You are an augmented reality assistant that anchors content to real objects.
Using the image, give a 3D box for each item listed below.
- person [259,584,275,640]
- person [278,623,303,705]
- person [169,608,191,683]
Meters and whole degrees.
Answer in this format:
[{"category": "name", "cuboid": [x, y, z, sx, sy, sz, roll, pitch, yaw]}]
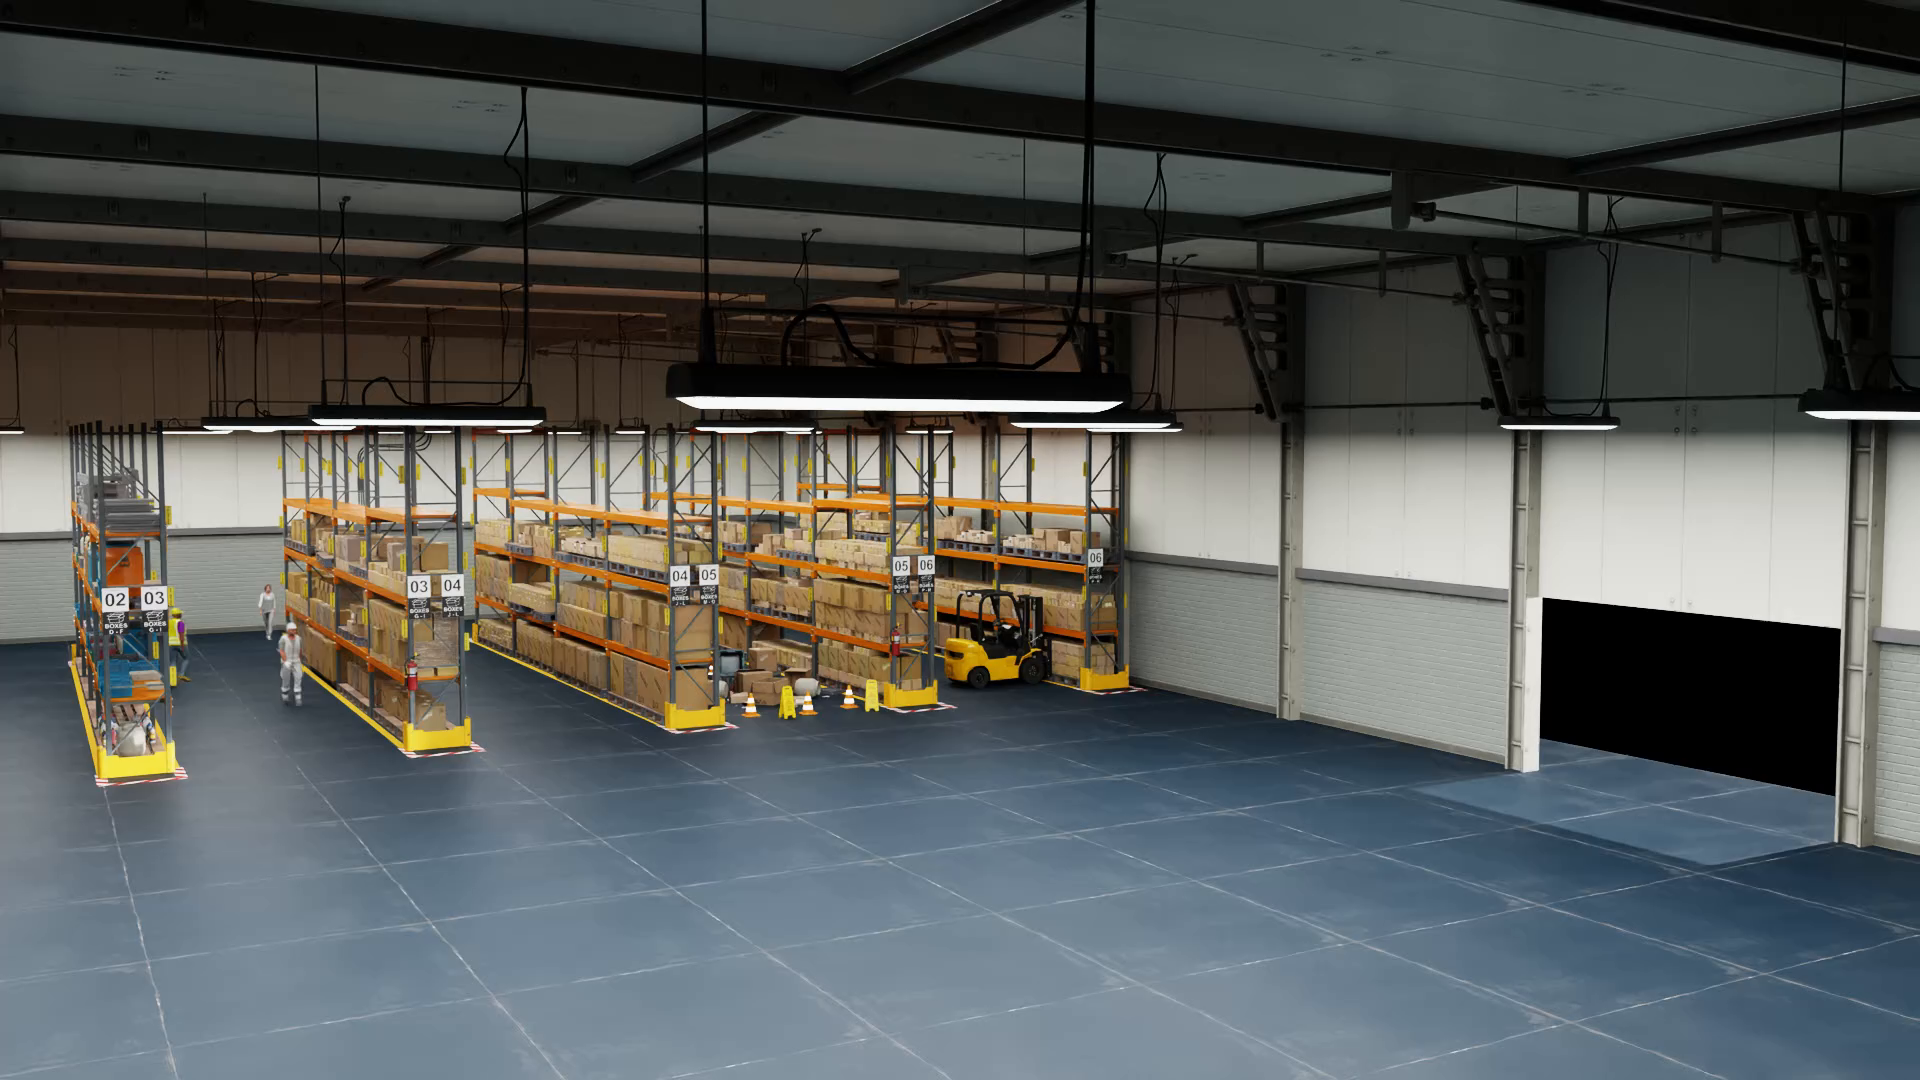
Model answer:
[{"category": "person", "cuboid": [-19.580, 2.026, 46.967, 0.404, 1.539, 0.951, -1, 4, -13]}, {"category": "person", "cuboid": [-14.313, 2.638, 35.645, 0.522, 1.735, 0.962, -3, 5, -41]}, {"category": "person", "cuboid": [-18.185, 2.449, 38.564, 0.559, 1.744, 0.533, 0, 4, -5]}]
